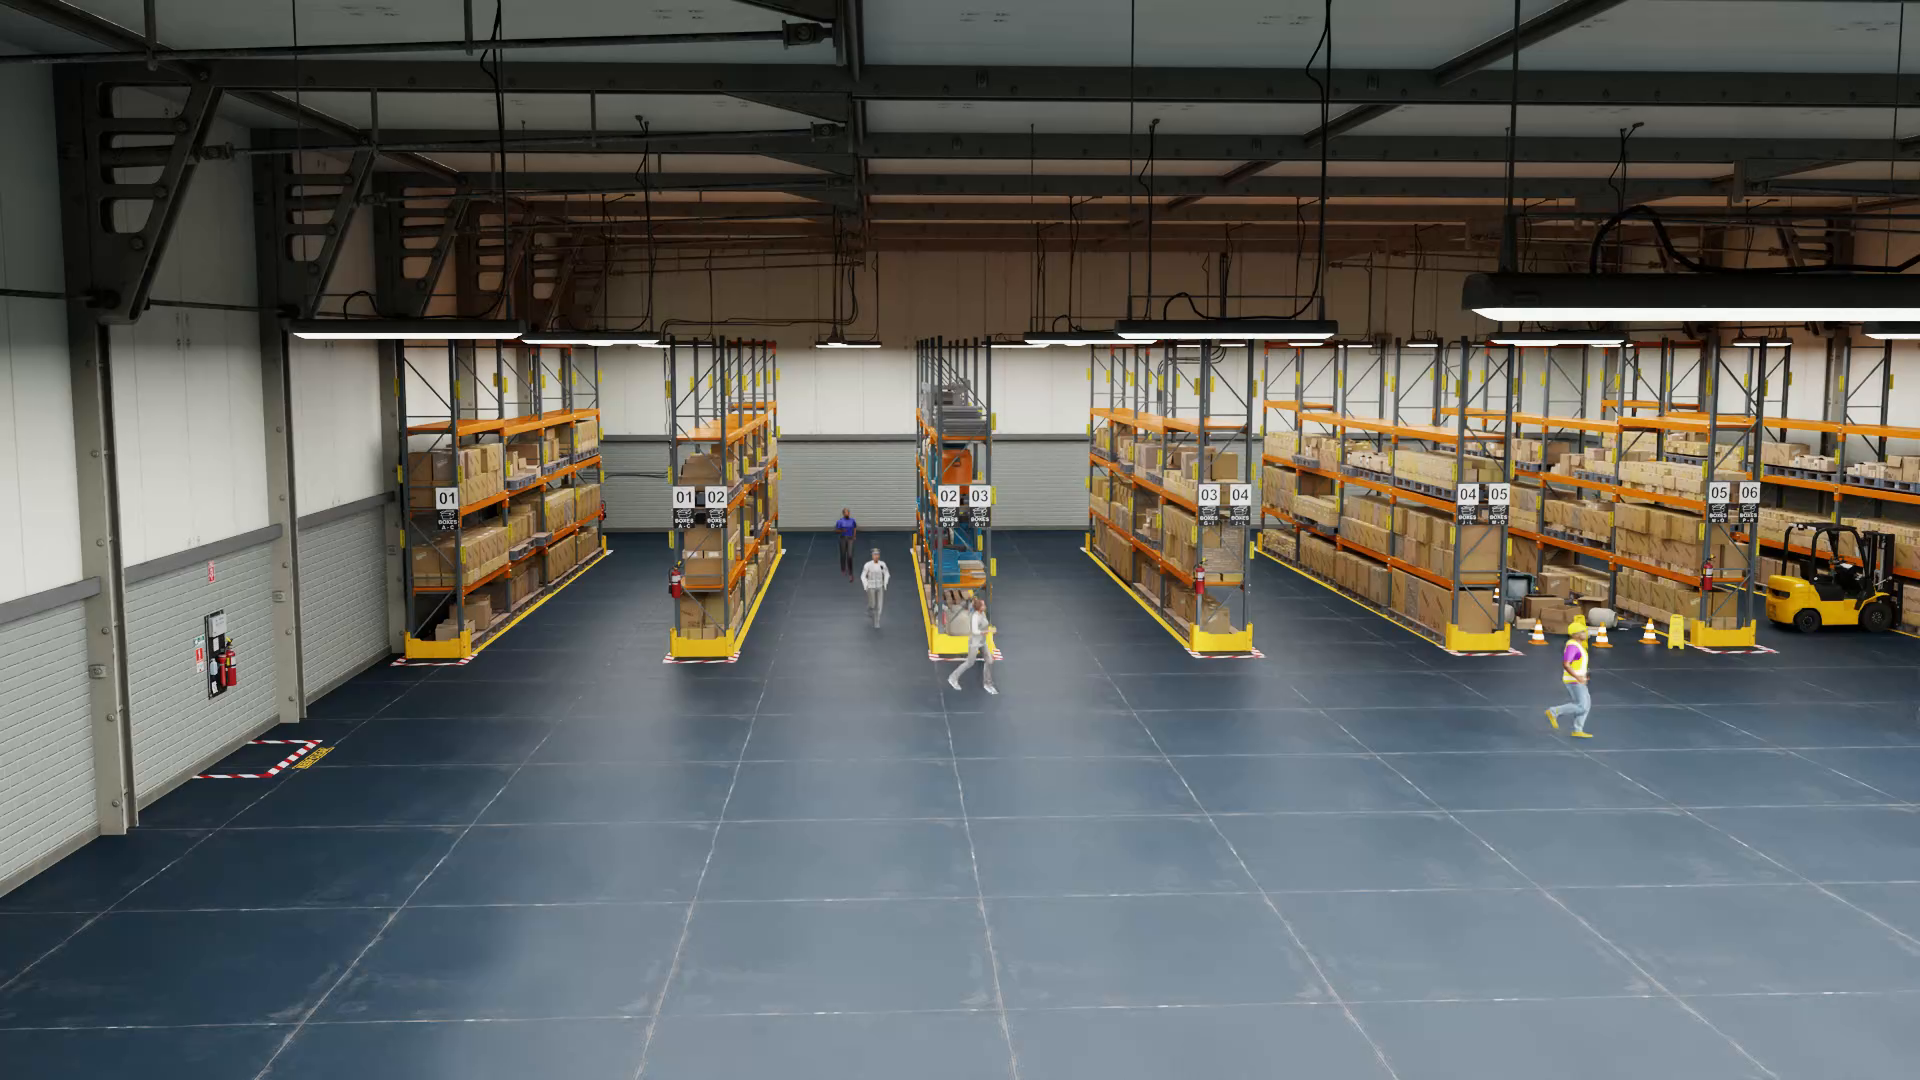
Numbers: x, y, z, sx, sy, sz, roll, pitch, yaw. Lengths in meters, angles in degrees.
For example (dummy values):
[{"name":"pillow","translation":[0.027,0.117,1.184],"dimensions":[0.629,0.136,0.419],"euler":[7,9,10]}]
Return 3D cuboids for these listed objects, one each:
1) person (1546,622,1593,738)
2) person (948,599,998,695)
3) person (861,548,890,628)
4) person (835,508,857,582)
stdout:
[{"name":"person","translation":[9.087,2.078,24.713],"dimensions":[0.677,1.726,0.697],"euler":[3,7,24]},{"name":"person","translation":[0.241,1.775,27.822],"dimensions":[0.851,1.628,0.548],"euler":[3,7,25]},{"name":"person","translation":[-1.755,0.971,34.486],"dimensions":[0.603,1.649,0.599],"euler":[-1,7,-12]},{"name":"person","translation":[-2.707,0.116,39.809],"dimensions":[0.556,1.749,0.690],"euler":[-1,7,-11]}]
